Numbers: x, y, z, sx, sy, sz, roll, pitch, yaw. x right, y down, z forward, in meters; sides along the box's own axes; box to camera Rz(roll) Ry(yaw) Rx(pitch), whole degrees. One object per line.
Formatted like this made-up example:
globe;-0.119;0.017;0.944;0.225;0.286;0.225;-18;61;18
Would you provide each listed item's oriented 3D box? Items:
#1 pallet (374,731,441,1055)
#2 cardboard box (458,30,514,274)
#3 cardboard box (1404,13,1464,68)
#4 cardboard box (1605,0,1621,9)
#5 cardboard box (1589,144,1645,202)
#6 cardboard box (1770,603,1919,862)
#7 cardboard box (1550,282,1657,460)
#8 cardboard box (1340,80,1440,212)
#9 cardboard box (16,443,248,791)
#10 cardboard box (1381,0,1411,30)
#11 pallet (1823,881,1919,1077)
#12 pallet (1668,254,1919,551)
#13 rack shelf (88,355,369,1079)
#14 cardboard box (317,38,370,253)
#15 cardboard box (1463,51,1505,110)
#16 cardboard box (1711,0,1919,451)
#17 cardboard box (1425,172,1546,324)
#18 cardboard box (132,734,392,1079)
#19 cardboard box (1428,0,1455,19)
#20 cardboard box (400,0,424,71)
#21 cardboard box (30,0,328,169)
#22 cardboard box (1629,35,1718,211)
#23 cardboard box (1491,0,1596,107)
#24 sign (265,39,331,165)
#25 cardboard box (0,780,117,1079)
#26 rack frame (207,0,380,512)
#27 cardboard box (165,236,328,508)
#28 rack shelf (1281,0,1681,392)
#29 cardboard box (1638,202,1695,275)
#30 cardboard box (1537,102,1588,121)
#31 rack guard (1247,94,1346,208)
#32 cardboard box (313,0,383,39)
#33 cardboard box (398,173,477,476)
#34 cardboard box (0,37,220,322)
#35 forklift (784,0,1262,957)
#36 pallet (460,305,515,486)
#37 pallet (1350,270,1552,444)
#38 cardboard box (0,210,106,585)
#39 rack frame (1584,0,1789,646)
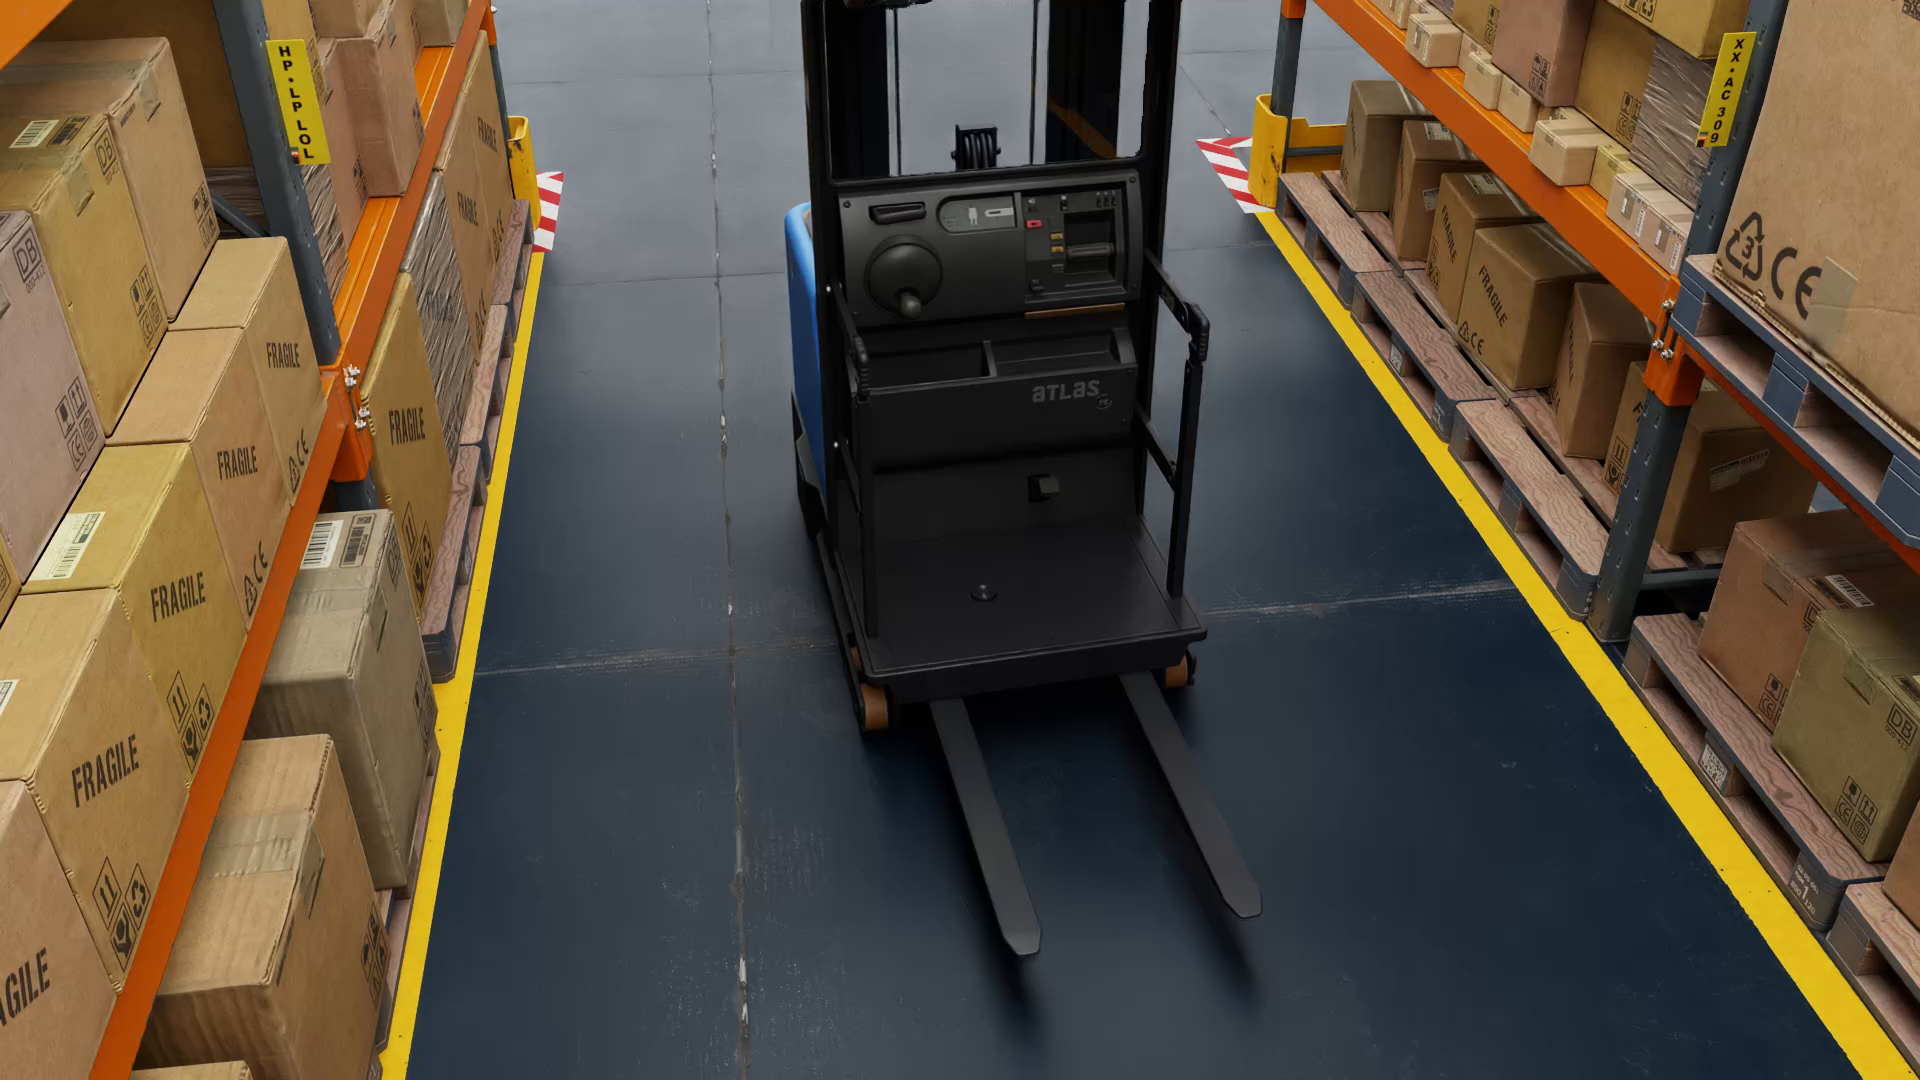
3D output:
pallet;-2.061;0.947;4.673;1.003;0.211;1.213;-4;35;-6
cardboard box;-2.621;-1.784;7.718;0.875;0.875;0.875;-4;34;-6
cardboard box;2.059;-2.056;6.827;0.380;0.149;0.250;-4;35;-6
cardboard box;2.287;-2.036;5.333;0.500;0.500;0.500;-4;35;-6
cardboard box;2.371;-1.227;5.611;0.380;0.149;0.250;-4;35;-6
cardboard box;2.796;0.514;4.662;0.700;0.500;0.500;-5;35;-7
cardboard box;2.590;-0.635;6.365;0.500;0.500;0.500;6;35;9
cardboard box;2.219;-1.972;8.327;0.500;0.500;0.500;2;34;2
cardboard box;-1.768;0.164;3.258;0.500;0.500;0.500;-4;34;-6
cardboard box;2.067;-2.341;7.244;0.380;0.149;0.250;-4;35;-6
pallet;2.963;1.320;4.126;1.003;0.211;1.213;-4;35;-6
pallet;2.648;-0.432;4.391;1.003;0.211;1.213;-4;35;-6
rack shelf;-1.970;0.783;3.076;1.077;0.370;4.000;-4;35;-6
cardboard box;-2.397;-1.202;5.217;0.875;0.550;0.550;-4;35;-6
cardboard box;2.182;-1.781;6.423;0.380;0.149;0.250;-4;35;-6
cardboard box;2.657;-0.917;4.026;1.000;1.000;1.000;-4;34;-6
cardboard box;2.398;-1.290;7.327;0.500;0.500;0.500;-1;34;-2
cardboard box;-1.941;1.004;3.737;1.050;0.750;0.750;-4;35;-6
cardboard box;2.409;-2.484;6.879;0.875;0.500;0.500;-4;35;-6
cardboard box;-2.636;-2.093;6.525;0.875;0.550;0.550;-4;35;-6
cardboard box;-2.255;-1.347;4.470;0.875;0.550;0.550;-4;35;-6
cardboard box;2.690;-1.369;5.243;0.875;0.500;0.500;-4;35;-6
cardboard box;2.491;-1.922;6.054;0.875;0.500;0.500;-4;35;-6
sign;-1.703;-1.122;4.275;0.100;0.325;0.005;-4;35;-6
cardboard box;-1.633;0.725;2.434;0.500;0.500;0.500;-4;35;-6
rack frame;-2.239;-0.630;4.511;1.000;3.000;0.127;-4;35;-6
cardboard box;-1.904;-0.400;4.085;0.500;0.500;0.500;-5;35;-7
rack shelf;2.420;-1.768;6.820;1.077;0.370;4.000;-4;35;-6
cardboard box;2.369;-0.943;5.193;0.380;0.149;0.250;-4;35;-6
cardboard box;2.324;-1.508;6.022;0.380;0.149;0.250;-4;35;-6
rack guard;2.161;-2.106;8.896;1.175;0.500;0.348;-4;35;-6
cardboard box;-2.380;-1.957;5.365;0.875;0.550;0.550;-4;35;-6
cardboard box;-2.380;-0.785;6.251;0.875;0.875;0.875;-4;34;-6
cardboard box;-2.167;-0.808;3.795;0.700;0.500;0.500;-5;35;-7
forklift;0.149;-0.828;4.863;1.130;2.935;3.031;-7;35;-10
pallet;-2.431;-0.590;6.929;1.003;0.211;1.213;-4;35;-6
pallet;2.396;-0.851;7.312;1.003;0.211;1.213;-4;35;-6
cardboard box;-2.028;-0.239;2.960;0.700;0.500;0.500;-4;34;-6
rack frame;2.689;-0.949;4.979;1.000;3.000;0.127;-4;35;-6
